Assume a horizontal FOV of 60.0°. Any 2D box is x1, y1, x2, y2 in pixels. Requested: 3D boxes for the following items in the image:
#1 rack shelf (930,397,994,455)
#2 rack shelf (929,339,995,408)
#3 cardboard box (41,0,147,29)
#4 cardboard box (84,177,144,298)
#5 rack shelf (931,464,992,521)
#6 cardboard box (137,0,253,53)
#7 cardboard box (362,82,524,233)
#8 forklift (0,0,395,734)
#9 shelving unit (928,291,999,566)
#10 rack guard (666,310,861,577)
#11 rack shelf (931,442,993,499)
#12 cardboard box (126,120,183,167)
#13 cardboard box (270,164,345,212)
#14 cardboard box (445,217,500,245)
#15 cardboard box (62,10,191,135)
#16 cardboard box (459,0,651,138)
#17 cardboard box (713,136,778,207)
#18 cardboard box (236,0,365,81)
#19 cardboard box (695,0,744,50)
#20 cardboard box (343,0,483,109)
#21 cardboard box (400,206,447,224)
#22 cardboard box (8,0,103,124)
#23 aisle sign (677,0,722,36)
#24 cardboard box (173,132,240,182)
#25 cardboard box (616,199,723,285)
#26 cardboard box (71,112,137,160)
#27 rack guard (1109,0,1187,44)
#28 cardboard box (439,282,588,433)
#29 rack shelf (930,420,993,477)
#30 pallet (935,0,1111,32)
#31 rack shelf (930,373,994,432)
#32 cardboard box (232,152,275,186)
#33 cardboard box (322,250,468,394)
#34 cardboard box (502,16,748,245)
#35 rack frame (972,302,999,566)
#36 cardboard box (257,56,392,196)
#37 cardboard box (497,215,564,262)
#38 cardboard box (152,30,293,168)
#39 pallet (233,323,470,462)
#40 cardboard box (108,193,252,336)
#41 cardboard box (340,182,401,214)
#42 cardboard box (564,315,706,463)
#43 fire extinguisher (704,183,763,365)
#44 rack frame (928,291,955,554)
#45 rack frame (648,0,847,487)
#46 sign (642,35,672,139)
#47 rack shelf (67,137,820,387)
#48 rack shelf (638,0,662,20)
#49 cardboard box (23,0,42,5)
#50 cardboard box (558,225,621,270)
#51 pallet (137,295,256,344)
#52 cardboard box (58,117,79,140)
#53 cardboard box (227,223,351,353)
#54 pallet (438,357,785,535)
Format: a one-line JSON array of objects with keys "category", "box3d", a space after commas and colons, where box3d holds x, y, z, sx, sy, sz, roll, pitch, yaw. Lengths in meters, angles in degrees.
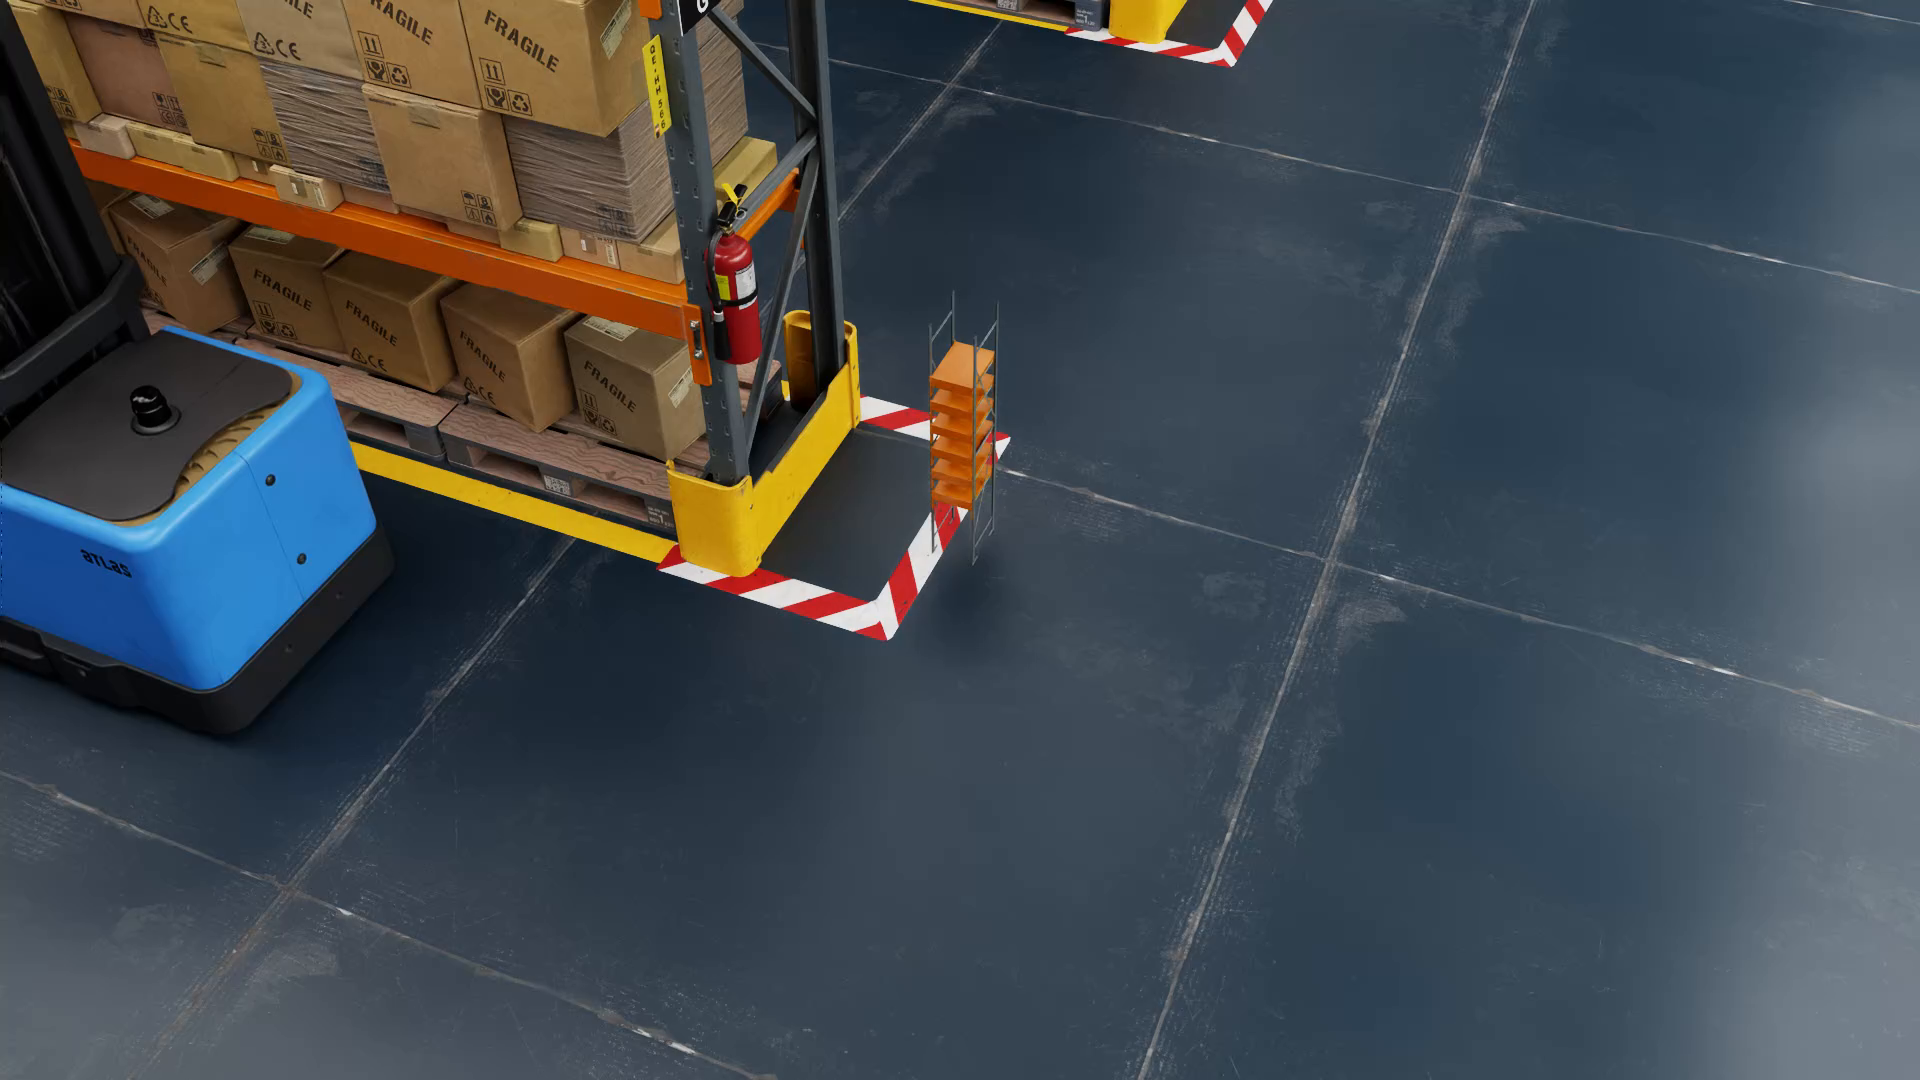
[{"category": "rack shelf", "box3d": [0.014, -0.475, 6.608, 0.180, 0.103, 0.258, 16, 47, 16]}, {"category": "rack shelf", "box3d": [0.014, -0.645, 6.439, 0.180, 0.103, 0.258, 16, 47, 16]}, {"category": "cardboard box", "box3d": [-3.200, -2.323, 6.306, 0.500, 0.500, 0.500, 16, 47, 16]}, {"category": "cardboard box", "box3d": [-4.087, -1.514, 7.958, 0.500, 0.500, 0.500, 15, 47, 15]}, {"category": "rack shelf", "box3d": [0.014, -0.220, 6.862, 0.180, 0.103, 0.258, 16, 47, 16]}, {"category": "cardboard box", "box3d": [-2.734, -2.194, 6.177, 0.500, 0.500, 0.500, 16, 47, 16]}, {"category": "cardboard box", "box3d": [-1.753, -1.665, 6.354, 0.500, 0.500, 0.875, 16, 47, 16]}, {"category": "forklift", "box3d": [-3.903, -0.999, 6.015, 3.031, 2.935, 1.130, 17, 47, 16]}, {"category": "shelving unit", "box3d": [0.014, -0.421, 6.662, 0.189, 1.200, 0.258, 16, 47, 16]}, {"category": "rack guard", "box3d": [-0.819, -0.434, 7.171, 0.348, 0.500, 1.175, 16, 47, 16]}, {"category": "rack shelf", "box3d": [0.014, -0.305, 6.778, 0.180, 0.103, 0.258, 16, 47, 16]}, {"category": "cardboard box", "box3d": [-3.195, -1.719, 6.868, 0.250, 0.149, 0.380, 16, 47, 16]}, {"category": "cardboard box", "box3d": [-2.516, -1.493, 6.640, 0.250, 0.149, 0.380, 16, 47, 16]}, {"category": "cardboard box", "box3d": [-1.797, -1.334, 6.481, 0.250, 0.149, 0.380, 16, 47, 16]}, {"category": "cardboard box", "box3d": [-3.101, -2.135, 6.827, 0.500, 0.500, 0.875, 16, 47, 16]}, {"category": "cardboard box", "box3d": [-1.351, -1.783, 5.764, 0.500, 0.500, 0.500, 16, 47, 16]}, {"category": "cardboard box", "box3d": [-0.920, -1.443, 6.591, 0.250, 0.149, 0.380, 16, 47, 16]}, {"category": "cardboard box", "box3d": [-2.276, -2.053, 6.035, 0.500, 0.500, 0.500, 16, 47, 16]}, {"category": "cardboard box", "box3d": [-1.151, -2.122, 6.104, 0.500, 0.500, 0.500, 16, 47, 16]}, {"category": "cardboard box", "box3d": [-1.815, -1.916, 5.897, 0.500, 0.500, 0.500, 16, 47, 16]}, {"category": "cardboard box", "box3d": [-2.012, -1.429, 6.577, 0.250, 0.149, 0.380, 16, 47, 16]}, {"category": "cardboard box", "box3d": [-3.601, -2.206, 6.897, 0.500, 0.500, 0.875, 16, 47, 16]}, {"category": "aisle sign", "box3d": [-0.807, -2.009, 5.138, 0.004, 0.787, 0.394, 16, 47, 16]}, {"category": "cardboard box", "box3d": [-2.968, -1.644, 6.793, 0.250, 0.149, 0.380, 16, 47, 16]}, {"category": "cardboard box", "box3d": [-1.091, -1.154, 6.300, 0.250, 0.149, 0.380, 16, 47, 16]}, {"category": "cardboard box", "box3d": [-3.441, -1.760, 6.909, 0.250, 0.149, 0.380, 16, 47, 16]}, {"category": "rack guard", "box3d": [1.276, -3.608, 10.361, 0.348, 0.500, 1.175, 16, 47, 16]}, {"category": "cardboard box", "box3d": [-1.883, -0.883, 7.324, 0.500, 0.500, 0.500, 29, 52, 26]}, {"category": "rack shelf", "box3d": [0.014, -0.390, 6.693, 0.180, 0.103, 0.258, 16, 47, 16]}, {"category": "pallet", "box3d": [0.486, -3.679, 10.637, 1.213, 0.211, 1.003, 16, 47, 16]}, {"category": "rack shelf", "box3d": [0.014, -0.560, 6.524, 0.180, 0.103, 0.258, 16, 47, 16]}, {"category": "cardboard box", "box3d": [-2.720, -1.606, 6.754, 0.250, 0.149, 0.380, 16, 47, 16]}, {"category": "cardboard box", "box3d": [-2.454, -1.065, 7.507, 0.500, 0.500, 0.500, 21, 48, 19]}, {"category": "cardboard box", "box3d": [-1.246, -1.608, 6.296, 0.500, 0.500, 0.875, 16, 47, 16]}, {"category": "rack frame", "box3d": [0.098, -0.396, 6.637, 0.006, 1.200, 0.240, 16, 47, 16]}, {"category": "cardboard box", "box3d": [-2.198, -1.829, 6.519, 0.500, 0.500, 0.875, 16, 47, 16]}, {"category": "cardboard box", "box3d": [-1.572, -1.256, 6.403, 0.250, 0.149, 0.380, 16, 47, 16]}, {"category": "cardboard box", "box3d": [-2.655, -1.973, 6.663, 0.500, 0.500, 0.875, 16, 47, 16]}, {"category": "pallet", "box3d": [-2.677, -0.908, 7.852, 1.213, 0.211, 1.003, 16, 47, 16]}, {"category": "cardboard box", "box3d": [-3.555, -1.363, 7.807, 0.500, 0.500, 0.500, 32, 53, 28]}, {"category": "cardboard box", "box3d": [-2.251, -1.482, 6.630, 0.250, 0.149, 0.380, 16, 47, 16]}, {"category": "cardboard box", "box3d": [-1.319, -0.743, 7.183, 0.500, 0.500, 0.500, 25, 50, 23]}, {"category": "fire extinguisher", "box3d": [-0.820, -0.941, 5.963, 0.183, 0.674, 0.296, 16, 47, 16]}, {"category": "rack frame", "box3d": [-0.071, -0.446, 6.687, 0.006, 1.200, 0.240, 16, 47, 16]}, {"category": "rack frame", "box3d": [-0.749, -1.300, 6.268, 0.127, 3.000, 1.000, 16, 47, 16]}, {"category": "sign", "box3d": [-0.981, -1.466, 5.391, 0.005, 0.325, 0.100, 16, 47, 16]}, {"category": "rack shelf", "box3d": [-2.595, -1.588, 7.068, 4.000, 0.370, 1.077, 16, 47, 16]}, {"category": "rack shelf", "box3d": [-2.595, -2.651, 6.010, 4.000, 0.370, 1.077, 16, 47, 16]}, {"category": "cardboard box", "box3d": [-3.661, -2.459, 6.443, 0.500, 0.500, 0.500, 16, 47, 16]}, {"category": "cardboard box", "box3d": [-1.322, -1.222, 6.368, 0.250, 0.149, 0.380, 16, 47, 16]}, {"category": "pallet", "box3d": [-3.807, -1.238, 8.184, 1.213, 0.211, 1.003, 16, 47, 16]}, {"category": "cardboard box", "box3d": [-3.656, -1.855, 7.004, 0.250, 0.149, 0.380, 16, 47, 16]}, {"category": "cardboard box", "box3d": [-2.952, -1.246, 7.689, 0.500, 0.500, 0.500, 13, 46, 12]}, {"category": "pallet", "box3d": [-1.555, -0.575, 7.518, 1.213, 0.211, 1.003, 16, 47, 16]}]
